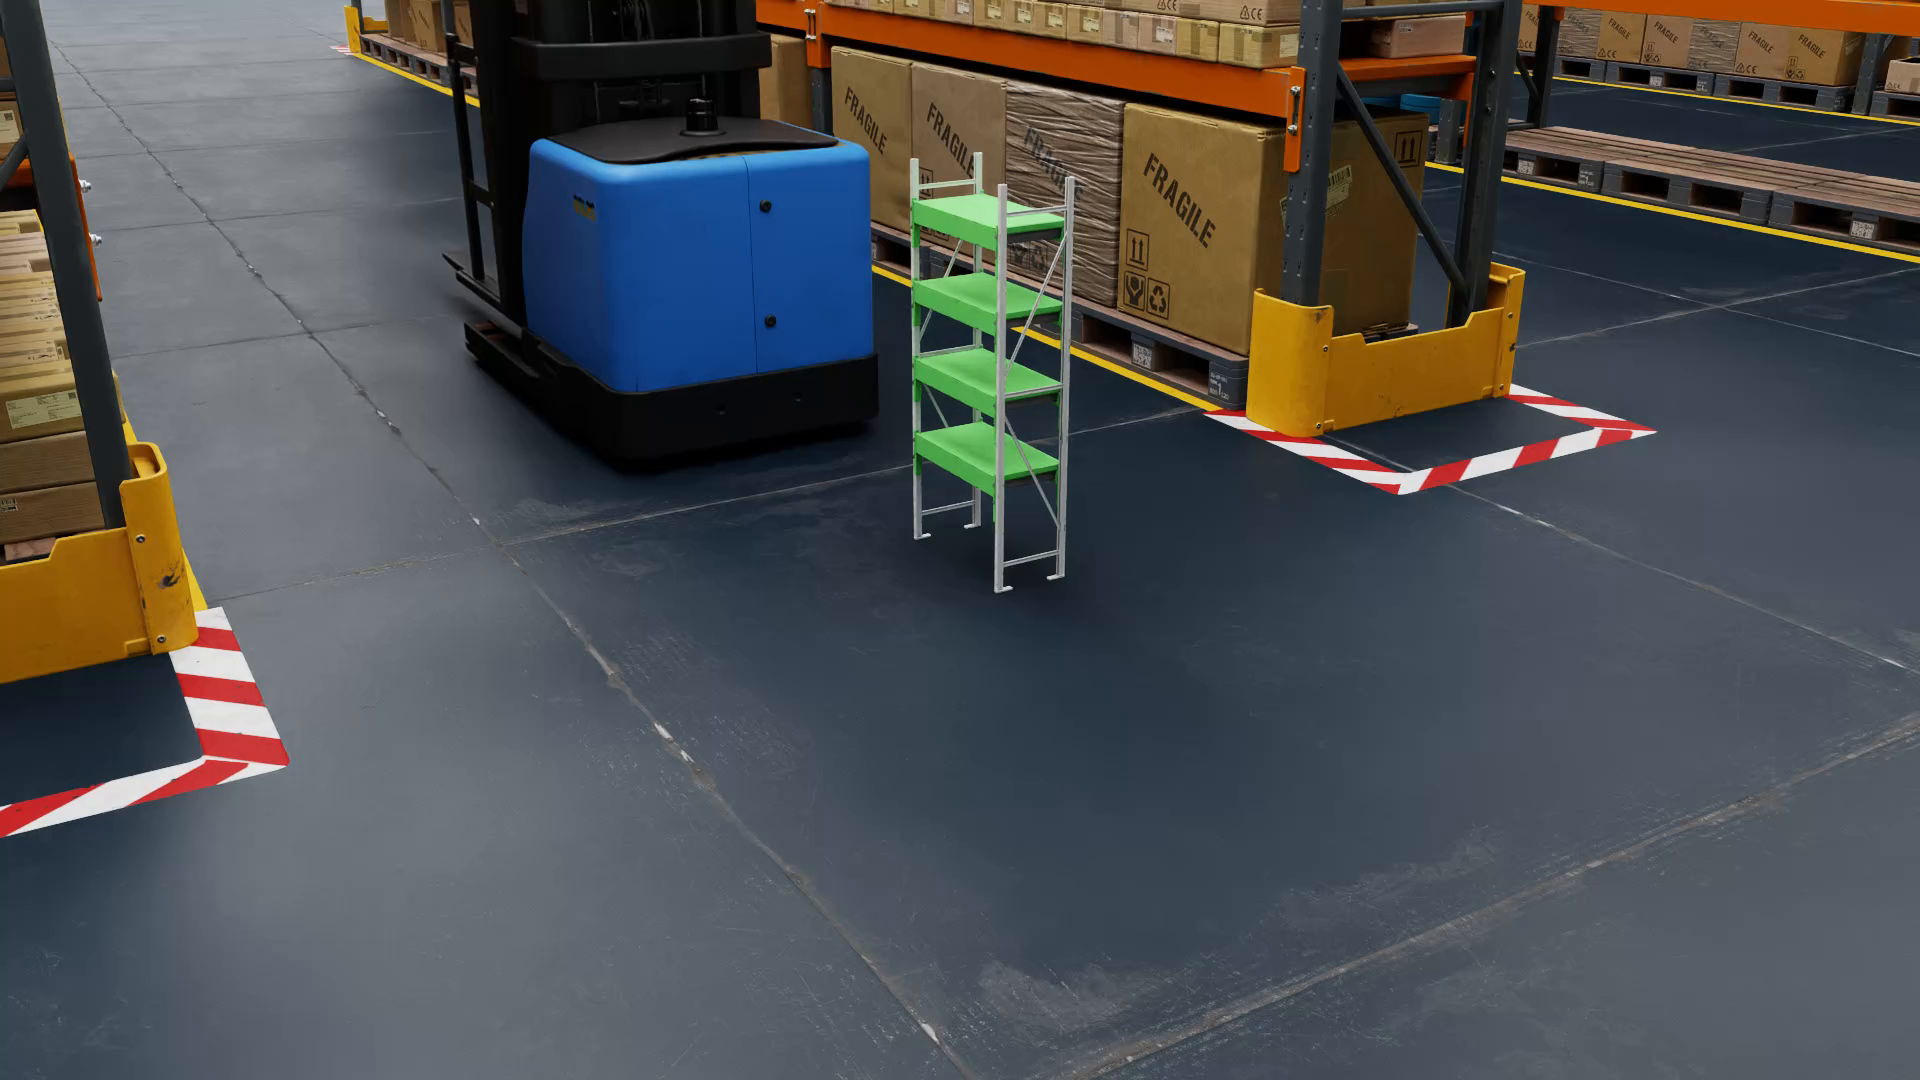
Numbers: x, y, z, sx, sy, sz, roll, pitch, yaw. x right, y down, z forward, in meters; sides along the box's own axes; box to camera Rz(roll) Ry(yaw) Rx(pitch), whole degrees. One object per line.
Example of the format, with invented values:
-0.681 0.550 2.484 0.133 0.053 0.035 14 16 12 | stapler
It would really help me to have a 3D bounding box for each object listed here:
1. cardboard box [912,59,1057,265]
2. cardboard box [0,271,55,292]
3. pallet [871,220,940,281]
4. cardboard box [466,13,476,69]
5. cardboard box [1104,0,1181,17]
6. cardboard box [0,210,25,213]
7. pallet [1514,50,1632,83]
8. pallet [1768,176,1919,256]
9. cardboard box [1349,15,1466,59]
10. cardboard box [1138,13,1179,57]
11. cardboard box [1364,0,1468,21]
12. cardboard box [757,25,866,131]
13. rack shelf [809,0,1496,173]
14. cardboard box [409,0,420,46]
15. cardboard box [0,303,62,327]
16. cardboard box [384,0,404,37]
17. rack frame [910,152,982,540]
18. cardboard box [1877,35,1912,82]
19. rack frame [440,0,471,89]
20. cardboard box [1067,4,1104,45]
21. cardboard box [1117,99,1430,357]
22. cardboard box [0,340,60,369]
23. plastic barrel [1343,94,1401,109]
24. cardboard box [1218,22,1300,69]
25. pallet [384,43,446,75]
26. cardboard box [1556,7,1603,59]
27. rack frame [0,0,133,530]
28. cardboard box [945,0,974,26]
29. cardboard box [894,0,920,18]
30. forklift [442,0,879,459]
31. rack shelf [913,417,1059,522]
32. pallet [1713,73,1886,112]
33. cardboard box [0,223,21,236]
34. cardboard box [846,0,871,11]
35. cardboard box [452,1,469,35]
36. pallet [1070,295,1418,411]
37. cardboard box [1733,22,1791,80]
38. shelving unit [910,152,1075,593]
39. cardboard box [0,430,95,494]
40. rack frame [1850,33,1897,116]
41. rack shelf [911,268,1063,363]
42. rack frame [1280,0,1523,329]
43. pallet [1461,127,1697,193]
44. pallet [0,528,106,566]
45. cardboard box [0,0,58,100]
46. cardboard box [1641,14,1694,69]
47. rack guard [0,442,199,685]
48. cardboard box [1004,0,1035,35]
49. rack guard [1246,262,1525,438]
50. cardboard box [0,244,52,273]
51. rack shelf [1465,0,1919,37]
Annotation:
0.353 -1.924 8.325 0.875 0.875 0.875 -13 25 -28 | cardboard box
-3.312 -0.824 5.794 0.380 0.149 0.250 -12 25 -27 | cardboard box
-0.054 -1.681 9.167 1.003 0.211 1.213 -13 25 -28 | pallet
-4.166 -4.667 15.544 0.700 0.500 0.500 -15 26 -32 | cardboard box
0.934 -2.278 6.735 0.500 0.250 0.500 -13 26 -29 | cardboard box
-4.121 -1.322 7.018 0.380 0.149 0.250 -12 25 -28 | cardboard box
6.449 -4.892 17.067 1.003 0.211 1.213 -13 25 -28 | pallet
5.538 -1.874 9.643 1.003 0.211 1.213 -13 25 -28 | pallet
1.771 -2.001 6.585 0.380 0.149 0.250 -12 25 -28 | cardboard box
0.941 -2.040 6.681 0.380 0.149 0.250 -13 25 -28 | cardboard box
1.655 -2.215 6.581 0.500 0.250 0.500 -13 26 -30 | cardboard box
-0.719 -2.648 10.105 1.225 0.875 0.875 -13 25 -28 | cardboard box
0.647 -2.253 7.827 1.077 0.370 4.000 -13 25 -28 | rack shelf
-5.562 -5.556 17.760 0.500 0.500 0.500 -10 24 -23 | cardboard box
-3.084 -0.639 5.338 0.380 0.149 0.250 -14 26 -31 | cardboard box
-6.200 -5.950 18.728 0.500 0.500 0.500 -8 23 -18 | cardboard box
-0.040 -0.581 5.148 0.240 1.200 0.015 -13 25 -28 | rack frame
8.106 -4.387 14.857 0.500 0.500 0.500 -14 26 -31 | cardboard box
-4.462 -5.824 15.656 1.000 3.000 0.127 -13 25 -28 | rack frame
0.680 -2.205 7.086 0.380 0.149 0.250 -13 26 -29 | cardboard box
1.272 -1.341 6.891 0.875 0.875 0.875 -13 25 -28 | cardboard box
-2.867 -0.468 4.918 0.380 0.149 0.250 -12 25 -27 | cardboard box
3.258 -3.818 12.949 0.600 0.901 0.708 -13 25 -28 | plastic barrel
1.203 -1.875 6.274 0.380 0.149 0.250 -12 25 -27 | cardboard box
-5.462 -5.138 17.671 1.003 0.211 1.213 -13 25 -28 | pallet
6.359 -5.108 16.631 0.500 0.500 0.500 -14 26 -30 | cardboard box
-2.647 -1.018 3.832 1.000 3.000 0.127 -13 25 -28 | rack frame
0.153 -2.538 7.906 0.380 0.149 0.250 -12 25 -28 | cardboard box
-0.105 -2.703 8.311 0.380 0.149 0.250 -13 26 -30 | cardboard box
-1.492 -2.149 6.707 1.130 2.935 3.031 -13 25 -28 | forklift
0.085 -0.221 5.068 0.258 0.148 0.480 -13 25 -28 | rack shelf
7.695 -4.102 15.124 1.003 0.211 1.213 -13 25 -28 | pallet
-3.922 -1.144 6.580 0.380 0.149 0.250 -12 25 -27 | cardboard box
-0.376 -2.873 8.729 0.380 0.149 0.250 -14 26 -30 | cardboard box
-4.931 -5.181 16.837 0.500 0.500 0.500 -5 23 -11 | cardboard box
1.192 -0.891 7.223 1.003 0.211 1.213 -13 25 -28 | pallet
7.399 -4.450 15.012 0.500 0.500 0.500 -13 25 -28 | cardboard box
0.085 -0.502 4.954 0.258 1.200 0.503 -13 25 -28 | shelving unit
-2.694 -0.248 4.772 0.380 0.149 0.250 -11 25 -26 | cardboard box
8.143 -5.138 13.969 1.000 3.000 0.127 -13 25 -28 | rack frame
0.085 -0.665 4.887 0.258 0.148 0.480 -13 25 -28 | rack shelf
1.668 -1.939 6.099 1.000 3.000 0.127 -13 25 -28 | rack frame
4.292 -2.664 11.586 1.003 0.211 1.213 -13 25 -28 | pallet
-3.071 -0.020 5.081 1.003 0.211 1.213 -13 25 -28 | pallet
-2.639 -1.400 4.245 0.500 0.500 0.500 -11 25 -26 | cardboard box
6.882 -4.777 15.816 0.500 0.500 0.500 -14 26 -30 | cardboard box
-2.686 0.116 4.363 1.175 0.500 0.348 -13 25 -28 | rack guard
0.423 -2.370 7.491 0.380 0.149 0.250 -12 25 -27 | cardboard box
1.680 -0.773 6.550 1.175 0.500 0.348 -13 25 -28 | rack guard
-3.556 -0.989 6.199 0.380 0.149 0.250 -14 26 -30 | cardboard box
4.905 -3.206 10.171 1.077 0.370 4.000 -13 25 -28 | rack shelf
